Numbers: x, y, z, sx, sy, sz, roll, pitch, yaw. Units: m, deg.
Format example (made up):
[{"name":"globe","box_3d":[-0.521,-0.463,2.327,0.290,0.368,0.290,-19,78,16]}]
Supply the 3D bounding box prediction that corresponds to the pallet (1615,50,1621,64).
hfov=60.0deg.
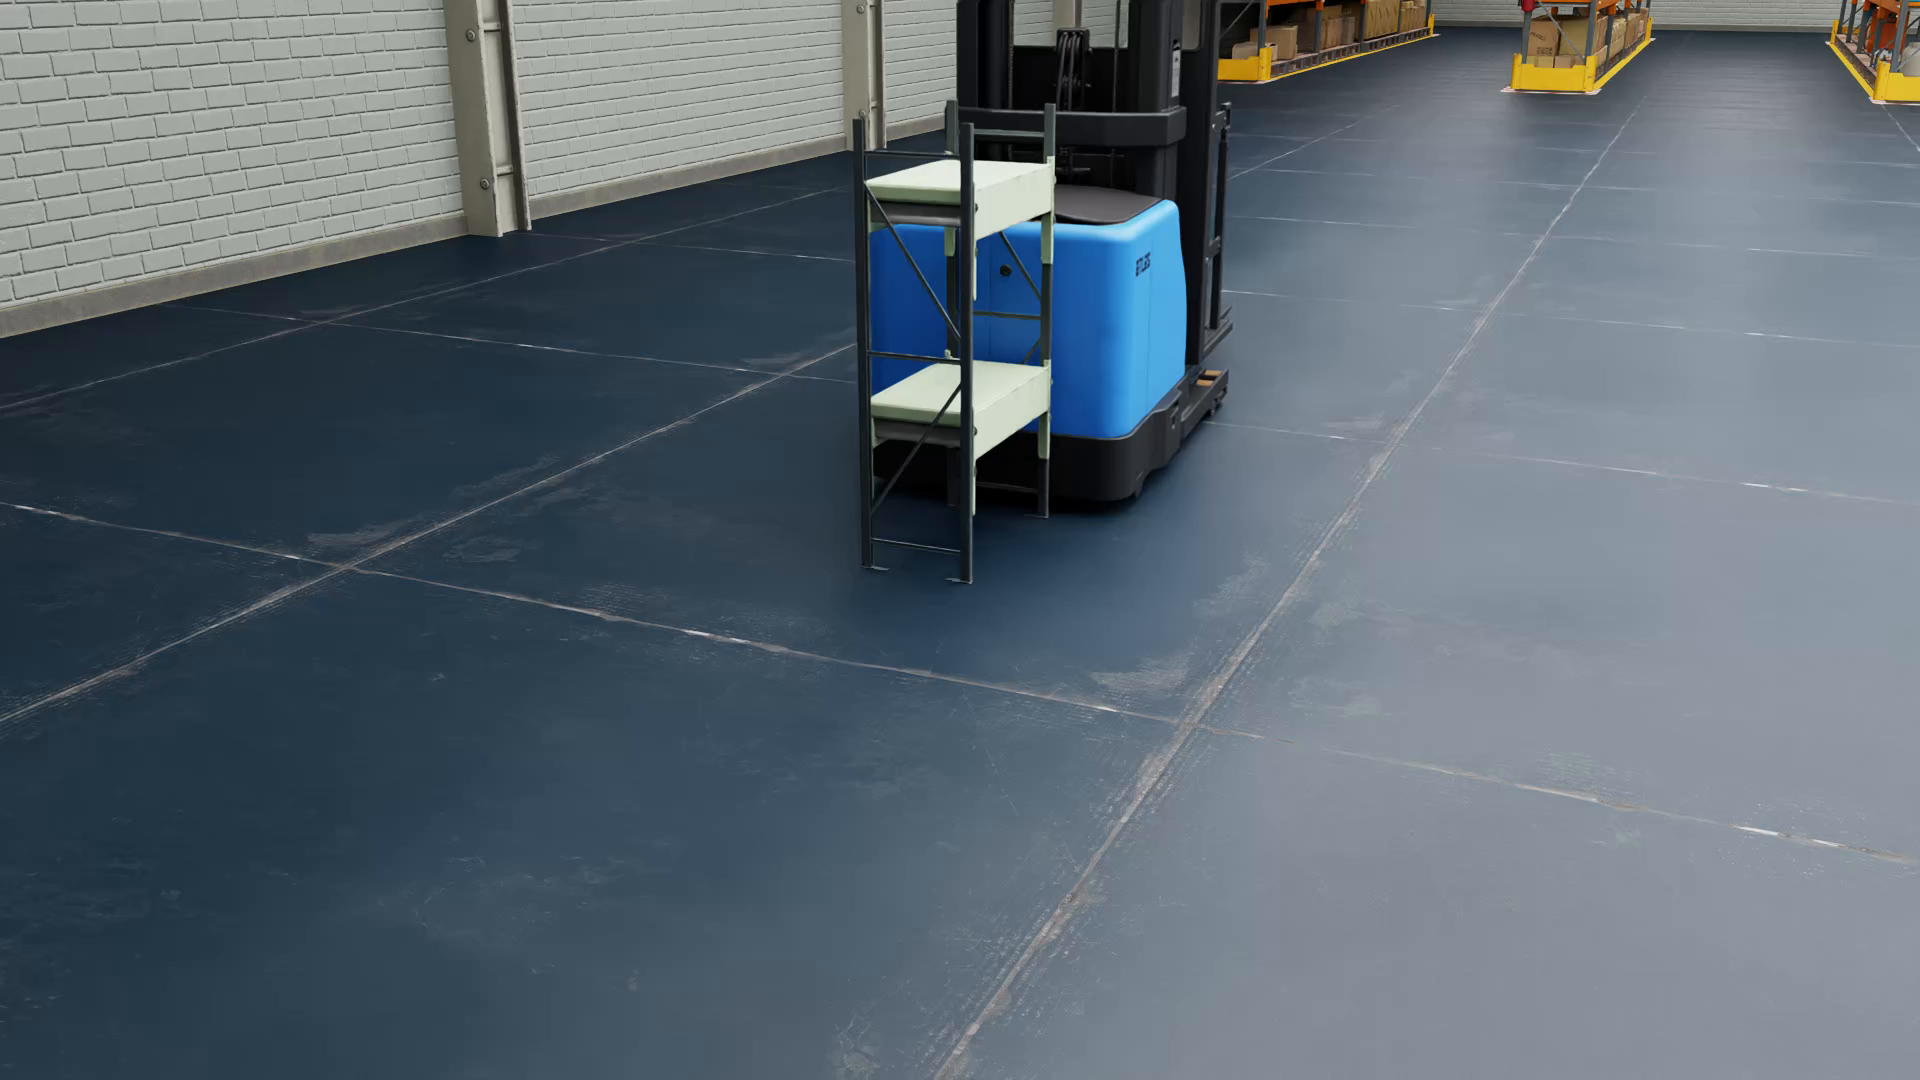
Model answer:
[{"name":"pallet","box_3d":[11.837,-9.104,31.254,1.003,0.211,1.213,9,21,23]}]

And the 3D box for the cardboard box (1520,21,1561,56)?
[{"name":"cardboard box","box_3d":[8.882,-7.679,25.443,0.500,0.500,0.500,9,21,23]}]

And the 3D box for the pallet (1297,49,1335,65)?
[{"name":"pallet","box_3d":[6.369,-9.045,31.086,1.003,0.211,1.213,9,21,23]}]

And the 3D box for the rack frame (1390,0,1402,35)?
[{"name":"rack frame","box_3d":[9.327,-12.566,36.826,1.000,3.000,0.127,9,21,23]}]

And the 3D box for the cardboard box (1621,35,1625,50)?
[{"name":"cardboard box","box_3d":[12.217,-9.373,31.323,0.500,0.250,0.500,9,22,24]}]

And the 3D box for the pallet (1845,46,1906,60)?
[{"name":"pallet","box_3d":[17.513,-9.288,31.771,1.003,0.211,1.213,9,21,23]}]

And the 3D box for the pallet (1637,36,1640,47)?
[{"name":"pallet","box_3d":[14.130,-10.783,35.975,1.003,0.211,1.213,9,21,23]}]

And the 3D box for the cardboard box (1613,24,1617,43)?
[{"name":"cardboard box","box_3d":[11.178,-8.853,29.025,0.500,0.311,0.500,8,21,22]}]

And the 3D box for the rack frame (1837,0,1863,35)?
[{"name":"rack frame","box_3d":[20.003,-12.429,36.442,1.000,3.000,0.127,9,21,23]}]

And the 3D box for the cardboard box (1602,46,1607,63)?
[{"name":"cardboard box","box_3d":[10.581,-8.172,27.948,0.500,0.250,0.500,9,21,23]}]

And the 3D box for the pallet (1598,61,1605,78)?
[{"name":"pallet","box_3d":[10.208,-7.891,27.841,1.003,0.211,1.213,9,21,23]}]

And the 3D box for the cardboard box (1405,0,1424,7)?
[{"name":"cardboard box","box_3d":[10.779,-12.744,39.463,0.380,0.149,0.250,9,22,24]}]

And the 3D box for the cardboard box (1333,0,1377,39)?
[{"name":"cardboard box","box_3d":[8.110,-10.735,34.259,0.750,0.750,0.750,8,21,22]}]

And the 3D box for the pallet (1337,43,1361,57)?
[{"name":"pallet","box_3d":[7.368,-9.791,33.183,1.003,0.211,1.213,9,21,23]}]

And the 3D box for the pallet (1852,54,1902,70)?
[{"name":"pallet","box_3d":[16.375,-8.438,29.381,1.003,0.211,1.213,9,21,23]}]

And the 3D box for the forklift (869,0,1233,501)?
[{"name":"forklift","box_3d":[0.613,-1.983,7.169,1.130,2.935,3.031,7,21,18]}]

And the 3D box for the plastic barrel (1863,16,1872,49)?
[{"name":"plastic barrel","box_3d":[17.375,-9.542,31.297,0.600,0.588,0.708,9,21,23]}]

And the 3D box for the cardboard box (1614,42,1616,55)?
[{"name":"cardboard box","box_3d":[11.383,-8.748,29.568,0.500,0.250,0.500,8,21,21]}]

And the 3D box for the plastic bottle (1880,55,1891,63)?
[{"name":"plastic bottle","box_3d":[13.932,-7.157,25.025,0.152,0.276,0.135,9,21,23]}]

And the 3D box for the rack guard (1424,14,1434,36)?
[{"name":"rack guard","box_3d":[10.975,-12.618,40.703,1.175,0.500,0.348,9,21,23]}]

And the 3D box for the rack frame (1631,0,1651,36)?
[{"name":"rack frame","box_3d":[15.486,-13.110,38.356,1.000,3.000,0.127,9,21,23]}]

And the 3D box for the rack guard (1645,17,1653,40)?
[{"name":"rack guard","box_3d":[15.455,-11.909,38.709,1.175,0.500,0.348,9,21,23]}]

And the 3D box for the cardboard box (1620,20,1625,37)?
[{"name":"cardboard box","box_3d":[12.013,-9.477,30.781,0.500,0.311,0.500,8,21,22]}]

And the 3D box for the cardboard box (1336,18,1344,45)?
[{"name":"cardboard box","box_3d":[7.125,-10.004,32.696,0.700,0.500,0.500,9,21,23]}]

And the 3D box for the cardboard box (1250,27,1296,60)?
[{"name":"cardboard box","box_3d":[5.358,-8.518,28.517,0.700,0.500,0.500,7,21,19]}]

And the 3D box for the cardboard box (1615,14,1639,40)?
[{"name":"cardboard box","box_3d":[13.697,-10.577,34.306,0.500,0.500,0.500,9,21,23]}]

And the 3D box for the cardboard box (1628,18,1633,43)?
[{"name":"cardboard box","box_3d":[12.866,-9.955,32.558,0.500,0.500,0.500,8,21,21]}]

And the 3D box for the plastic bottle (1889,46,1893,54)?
[{"name":"plastic bottle","box_3d":[14.512,-7.510,25.907,0.144,0.351,0.185,9,21,23]}]

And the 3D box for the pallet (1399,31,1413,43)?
[{"name":"pallet","box_3d":[9.710,-11.474,37.916,1.003,0.211,1.213,9,21,23]}]

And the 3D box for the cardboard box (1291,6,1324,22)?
[{"name":"cardboard box","box_3d":[6.514,-9.865,31.188,0.500,0.250,0.500,8,21,22]}]

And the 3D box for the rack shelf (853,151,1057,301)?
[{"name":"rack shelf","box_3d":[-0.003,-1.065,5.560,0.431,0.370,0.720,8,21,22]}]

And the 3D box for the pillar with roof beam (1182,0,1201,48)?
[{"name":"pillar with roof beam","box_3d":[7.838,-11.466,24.780,9.100,9.000,0.400,9,21,23]}]

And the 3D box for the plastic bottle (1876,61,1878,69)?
[{"name":"plastic bottle","box_3d":[14.166,-7.319,25.592,0.097,0.201,0.097,0,20,0]}]

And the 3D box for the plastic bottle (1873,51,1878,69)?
[{"name":"plastic bottle","box_3d":[14.452,-7.545,26.116,0.152,0.276,0.135,9,22,25]}]

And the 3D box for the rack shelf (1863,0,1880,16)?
[{"name":"rack shelf","box_3d":[15.908,-9.033,27.966,1.077,0.370,4.000,9,21,23]}]

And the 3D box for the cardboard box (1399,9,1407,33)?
[{"name":"cardboard box","box_3d":[9.727,-11.800,37.777,0.700,0.500,0.500,9,21,23]}]

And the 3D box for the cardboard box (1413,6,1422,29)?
[{"name":"cardboard box","box_3d":[10.565,-12.428,39.542,0.700,0.500,0.500,8,21,23]}]

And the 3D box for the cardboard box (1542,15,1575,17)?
[{"name":"cardboard box","box_3d":[9.899,-8.445,27.595,0.500,0.500,0.500,9,21,23]}]

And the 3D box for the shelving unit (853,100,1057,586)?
[{"name":"shelving unit","box_3d":[-0.003,-0.697,5.690,0.431,1.500,0.755,8,21,22]}]

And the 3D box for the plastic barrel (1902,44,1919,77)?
[{"name":"plastic barrel","box_3d":[13.651,-6.775,23.630,0.421,0.512,0.421,0,20,0]}]

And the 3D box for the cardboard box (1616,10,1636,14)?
[{"name":"cardboard box","box_3d":[14.612,-11.493,36.879,0.797,0.503,0.637,9,21,23]}]

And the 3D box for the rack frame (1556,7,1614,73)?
[{"name":"rack frame","box_3d":[10.572,-9.442,28.041,1.000,3.000,0.127,9,21,23]}]

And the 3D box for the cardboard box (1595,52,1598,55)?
[{"name":"cardboard box","box_3d":[9.763,-7.561,26.229,0.500,0.250,0.500,9,21,23]}]

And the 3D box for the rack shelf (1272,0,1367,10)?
[{"name":"rack shelf","box_3d":[6.870,-10.393,31.789,1.077,0.370,4.000,9,21,23]}]

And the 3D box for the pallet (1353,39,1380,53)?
[{"name":"pallet","box_3d":[8.081,-10.260,34.503,1.003,0.211,1.213,9,21,23]}]

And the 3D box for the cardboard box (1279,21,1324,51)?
[{"name":"cardboard box","box_3d":[6.337,-9.377,30.933,0.700,0.500,0.500,9,22,25]}]

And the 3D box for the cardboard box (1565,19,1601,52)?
[{"name":"cardboard box","box_3d":[9.752,-7.916,26.108,0.500,0.500,0.500,9,21,23]}]
